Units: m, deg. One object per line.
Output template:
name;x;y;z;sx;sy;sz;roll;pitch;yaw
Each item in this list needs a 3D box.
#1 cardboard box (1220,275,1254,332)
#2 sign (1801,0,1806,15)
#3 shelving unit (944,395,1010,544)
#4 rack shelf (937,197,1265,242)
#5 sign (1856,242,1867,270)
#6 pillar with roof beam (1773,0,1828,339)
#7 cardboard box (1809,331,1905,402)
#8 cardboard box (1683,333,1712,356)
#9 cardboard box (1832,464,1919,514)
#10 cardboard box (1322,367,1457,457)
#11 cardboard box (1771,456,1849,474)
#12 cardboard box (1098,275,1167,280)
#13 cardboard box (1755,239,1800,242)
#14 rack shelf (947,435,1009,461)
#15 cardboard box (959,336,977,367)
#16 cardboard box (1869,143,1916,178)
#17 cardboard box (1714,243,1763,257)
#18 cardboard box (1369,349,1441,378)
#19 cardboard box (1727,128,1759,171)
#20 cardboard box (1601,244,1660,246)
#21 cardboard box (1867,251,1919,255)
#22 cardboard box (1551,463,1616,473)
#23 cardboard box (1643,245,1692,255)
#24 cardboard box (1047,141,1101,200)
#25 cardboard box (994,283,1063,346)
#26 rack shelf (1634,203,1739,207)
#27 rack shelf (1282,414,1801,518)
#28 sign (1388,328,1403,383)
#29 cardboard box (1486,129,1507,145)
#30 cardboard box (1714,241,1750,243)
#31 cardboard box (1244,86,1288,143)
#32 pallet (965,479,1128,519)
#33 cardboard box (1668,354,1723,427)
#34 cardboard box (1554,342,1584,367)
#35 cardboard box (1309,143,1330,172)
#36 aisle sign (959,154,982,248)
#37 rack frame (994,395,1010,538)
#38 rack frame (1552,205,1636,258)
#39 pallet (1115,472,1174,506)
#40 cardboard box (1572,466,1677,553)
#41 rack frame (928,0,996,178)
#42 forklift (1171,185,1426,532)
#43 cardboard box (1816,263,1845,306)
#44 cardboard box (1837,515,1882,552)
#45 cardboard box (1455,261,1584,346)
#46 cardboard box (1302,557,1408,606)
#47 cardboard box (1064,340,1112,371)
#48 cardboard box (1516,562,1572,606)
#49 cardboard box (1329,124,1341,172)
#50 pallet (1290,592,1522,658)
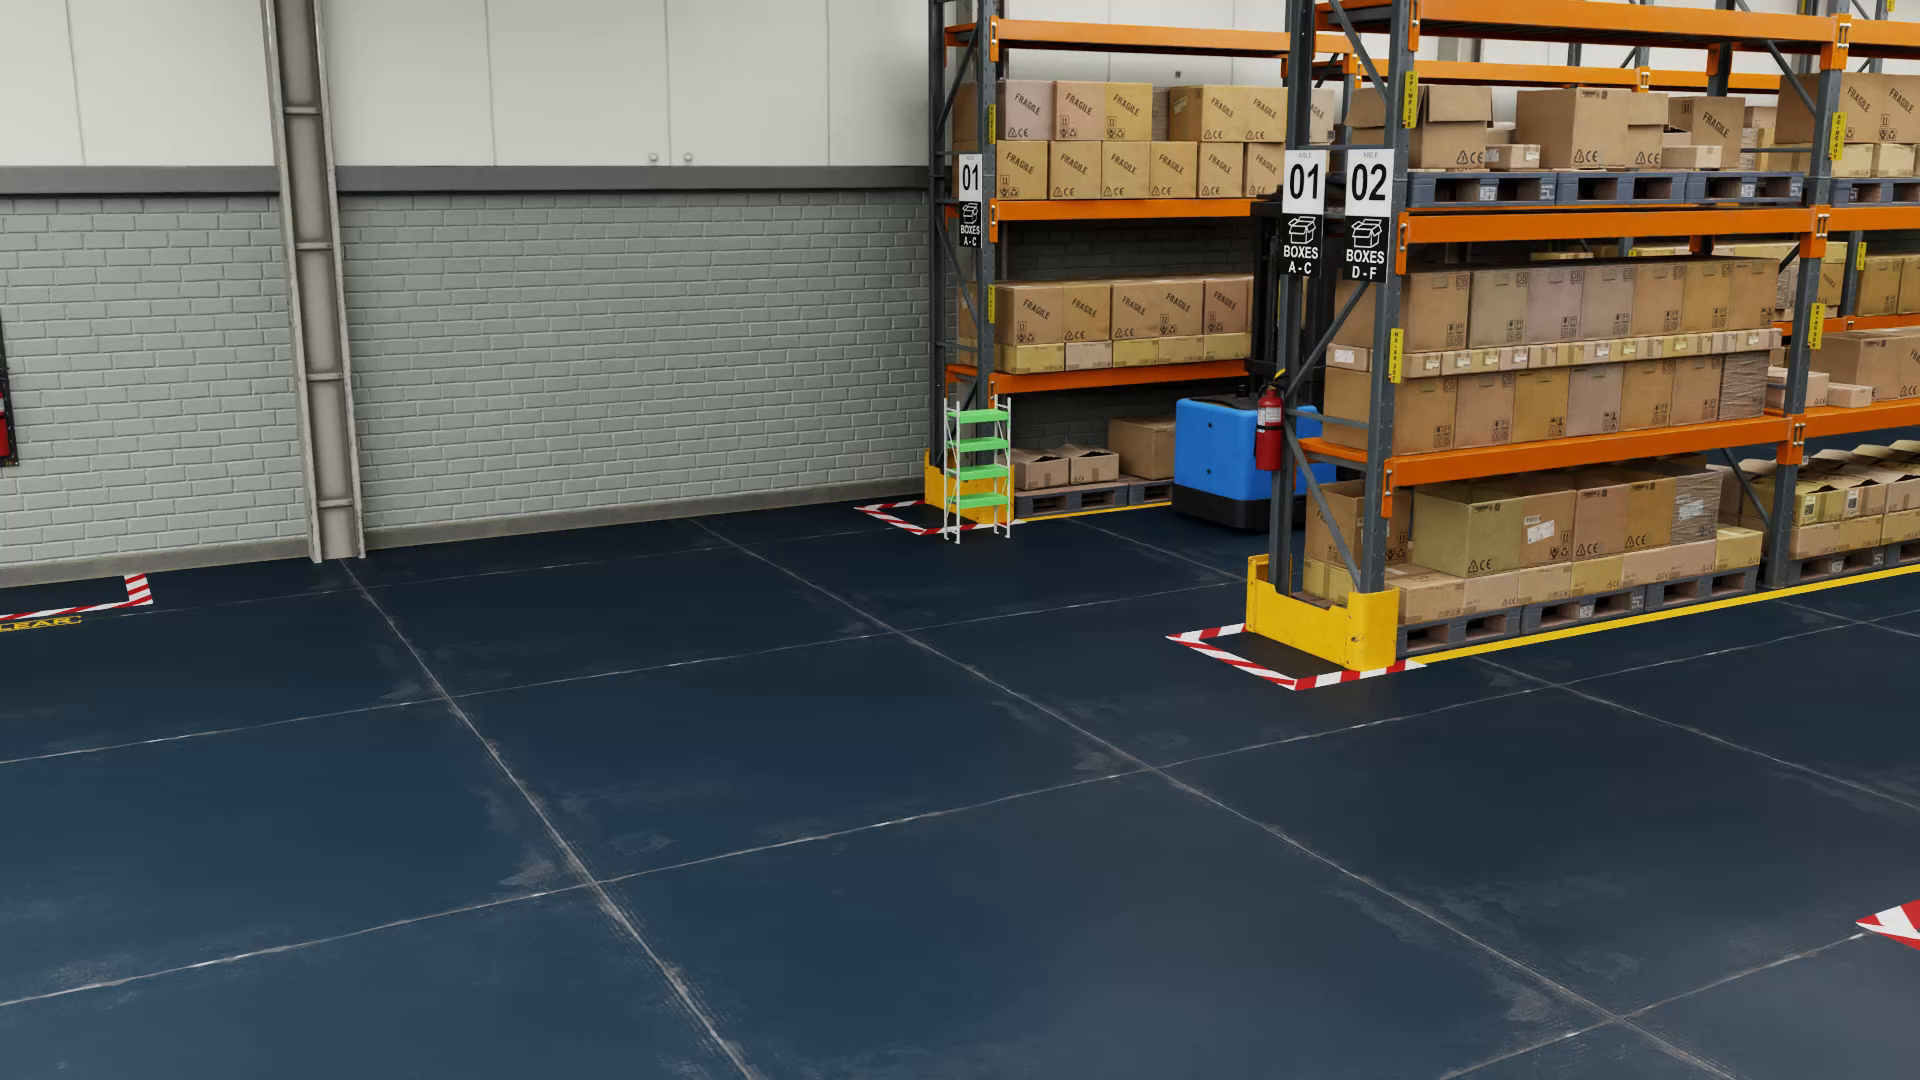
cardboard box;2.818;-2.280;15.999;0.500;0.500;0.500;-7;14;-28
sign;10.297;-6.552;20.238;0.005;0.325;0.100;-7;14;-28
shelving unit;0.145;-0.603;14.055;0.503;1.200;0.258;-7;14;-28
rack shelf;1.764;-3.043;15.605;4.000;0.370;1.077;-7;14;-28
sign;10.810;-3.405;19.952;0.005;0.325;0.100;-7;14;-28
pillar with roof beam;12.804;-5.320;17.253;0.400;9.000;9.100;-7;14;-28
cardboard box;7.041;-1.369;13.131;0.500;0.500;0.500;-6;14;-24
cardboard box;5.084;-1.401;11.796;0.250;0.149;0.380;-7;14;-28
cardboard box;7.274;-0.426;13.197;0.500;0.311;0.500;-7;15;-30
cardboard box;2.802;-0.861;10.877;0.500;0.500;0.700;-7;14;-28
cardboard box;7.008;-0.530;13.659;0.500;0.311;0.500;-7;14;-28
cardboard box;1.661;-2.272;15.963;0.500;0.500;0.500;-7;14;-27
cardboard box;10.013;-3.554;20.410;0.500;0.250;0.500;-6;14;-26
rack shelf;0.145;-0.775;14.016;0.480;0.148;0.258;-7;14;-28
cardboard box;0.326;-1.743;15.320;0.500;0.250;0.500;-7;14;-27
cardboard box;6.923;-2.903;12.730;0.500;0.250;0.500;-8;15;-33
cardboard box;8.906;-3.294;19.257;0.500;0.250;0.500;-7;15;-29
cardboard box;2.833;-1.131;10.597;0.250;0.149;0.380;-7;14;-28
cardboard box;8.789;-4.527;19.330;0.500;0.500;0.700;-7;14;-28
cardboard box;7.761;-3.283;19.205;0.500;0.250;0.500;-7;15;-30
cardboard box;12.303;-3.337;21.422;0.700;0.700;0.980;-8;15;-31
cardboard box;4.462;-0.322;12.308;0.500;0.500;0.500;-7;14;-28
cardboard box;8.024;-3.186;18.776;0.500;0.250;0.500;-7;14;-29
cardboard box;0.911;-3.279;14.741;0.500;0.500;0.500;-6;14;-24
cardboard box;0.572;-2.015;14.819;0.500;0.500;0.500;-7;14;-28
rack shelf;8.786;-3.885;19.345;4.000;0.370;1.077;-7;14;-28
rack shelf;4.141;-0.625;11.694;4.000;0.370;1.077;-7;14;-28
sign;2.646;-1.119;10.099;0.005;0.325;0.100;-7;14;-28
cardboard box;3.270;-2.601;11.070;0.500;0.250;0.500;-7;14;-28
cardboard box;9.120;-3.444;19.921;0.500;0.250;0.500;-7;15;-30
cardboard box;2.731;-3.986;15.605;0.500;0.500;0.500;-6;14;-25
pallet;0.806;-0.446;15.612;1.213;0.211;1.003;-7;14;-28
cardboard box;5.050;-1.131;12.075;0.500;0.500;0.700;-7;14;-28
cardboard box;3.963;-1.267;11.201;0.250;0.149;0.380;-7;14;-29
cardboard box;3.193;-3.562;15.999;0.500;0.500;0.500;-6;14;-26
aisle sign;0.089;-2.923;14.345;0.004;0.787;0.394;-7;14;-28
rack frame;0.359;-0.628;14.169;0.015;1.200;0.240;-7;14;-28
rack frame;7.031;-2.562;18.660;0.127;3.000;1.000;-7;14;-28
pallet;1.875;-0.574;16.178;1.213;0.211;1.003;-7;14;-28
cardboard box;4.713;-0.221;11.859;0.500;0.500;0.500;-7;14;-28
rack frame;0.009;-4.647;14.262;0.127;3.000;1.000;-7;14;-28
forklift;3.448;-1.715;15.052;3.031;2.935;1.130;-7;15;-29
cardboard box;10.257;-3.089;20.053;0.500;0.500;0.500;-7;15;-29
cardboard box;6.819;-0.098;13.020;0.500;0.250;0.500;-6;14;-26
cardboard box;3.749;-1.609;11.246;0.500;0.500;0.700;-7;14;-28
cardboard box;2.715;0.257;11.440;0.500;0.250;0.500;-7;14;-28
cardboard box;1.038;-1.704;15.146;0.500;0.250;0.500;-7;15;-30
cardboard box;3.839;0.251;11.467;0.500;0.250;0.500;-7;14;-28
cardboard box;4.038;-3.900;16.591;0.500;0.500;0.500;-5;13;-20
pallet;3.037;0.506;11.380;1.213;0.211;1.003;-7;14;-28
